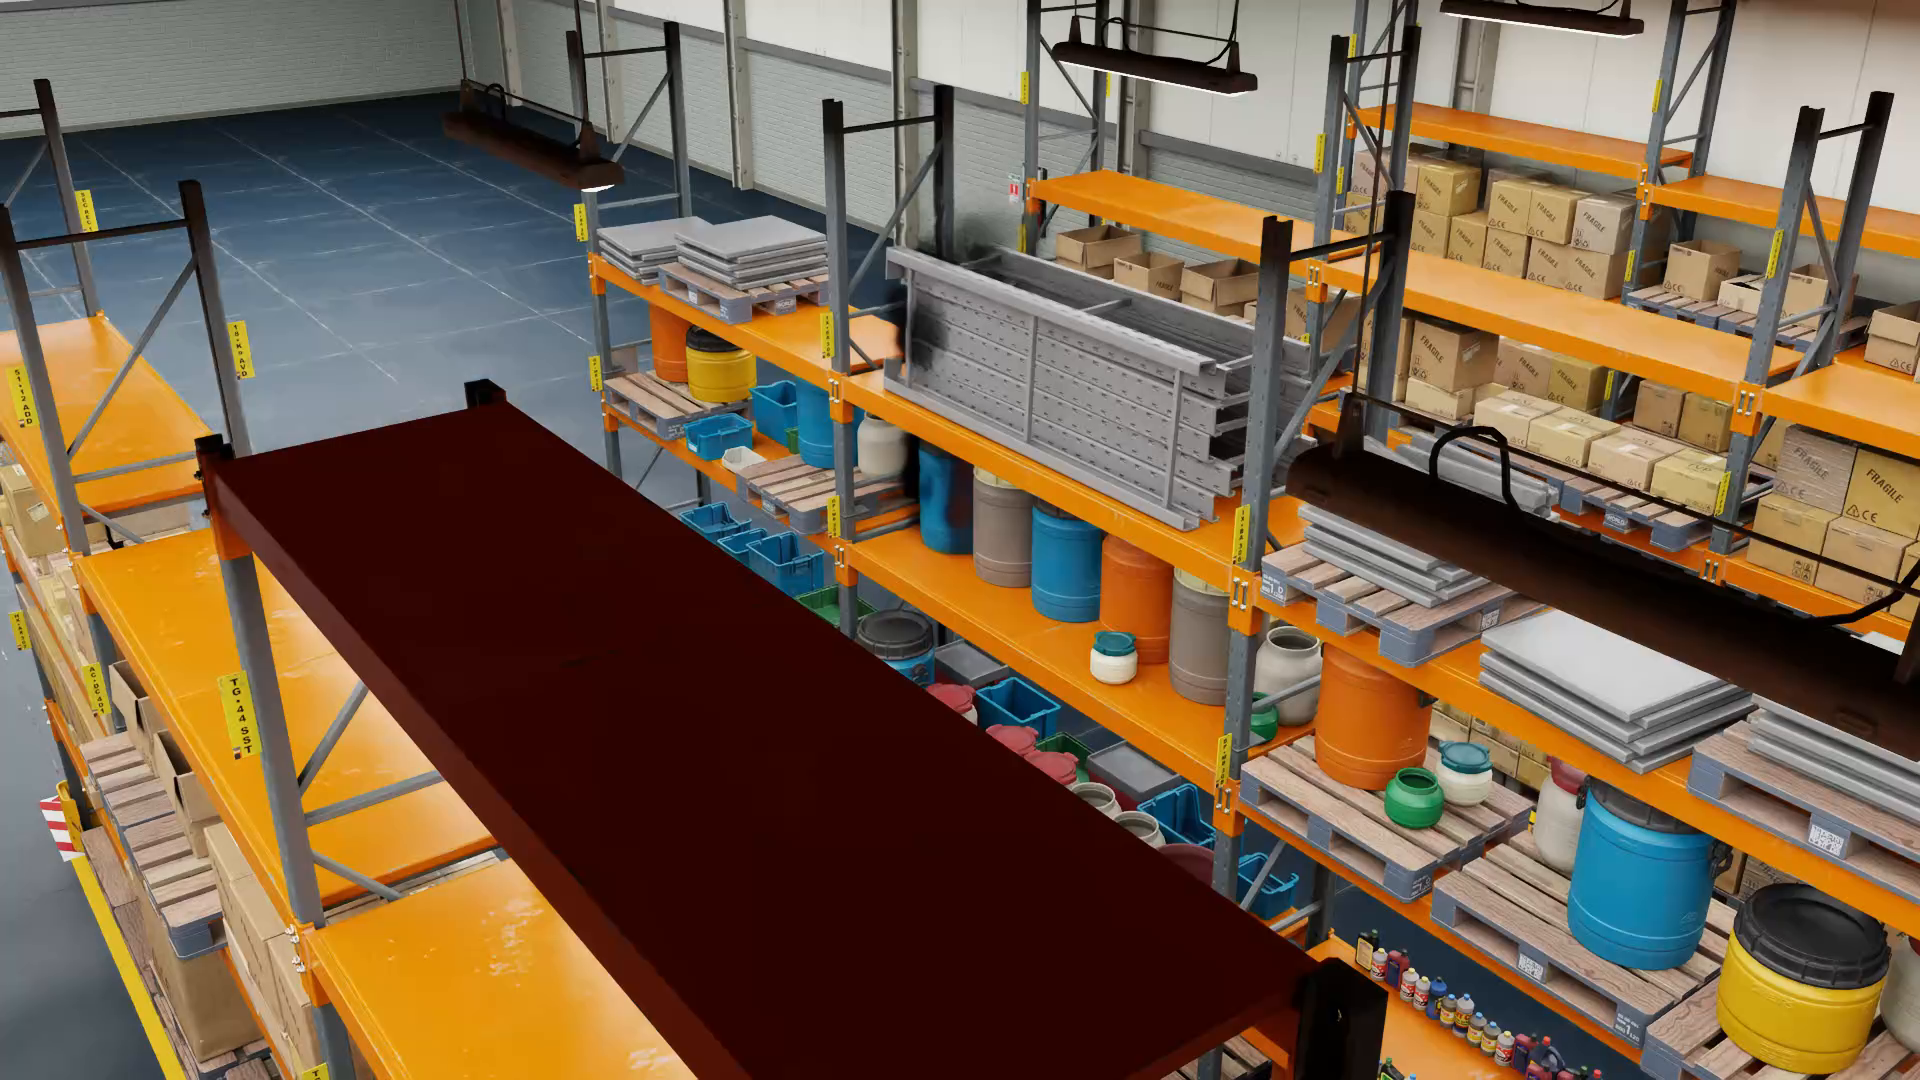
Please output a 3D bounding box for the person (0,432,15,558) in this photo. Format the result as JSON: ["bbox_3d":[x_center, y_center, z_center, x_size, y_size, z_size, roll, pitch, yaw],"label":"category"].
[{"bbox_3d":[-10.384,-0.538,18.232,0.759,1.616,0.516,-4,25,-10],"label":"person"}]
